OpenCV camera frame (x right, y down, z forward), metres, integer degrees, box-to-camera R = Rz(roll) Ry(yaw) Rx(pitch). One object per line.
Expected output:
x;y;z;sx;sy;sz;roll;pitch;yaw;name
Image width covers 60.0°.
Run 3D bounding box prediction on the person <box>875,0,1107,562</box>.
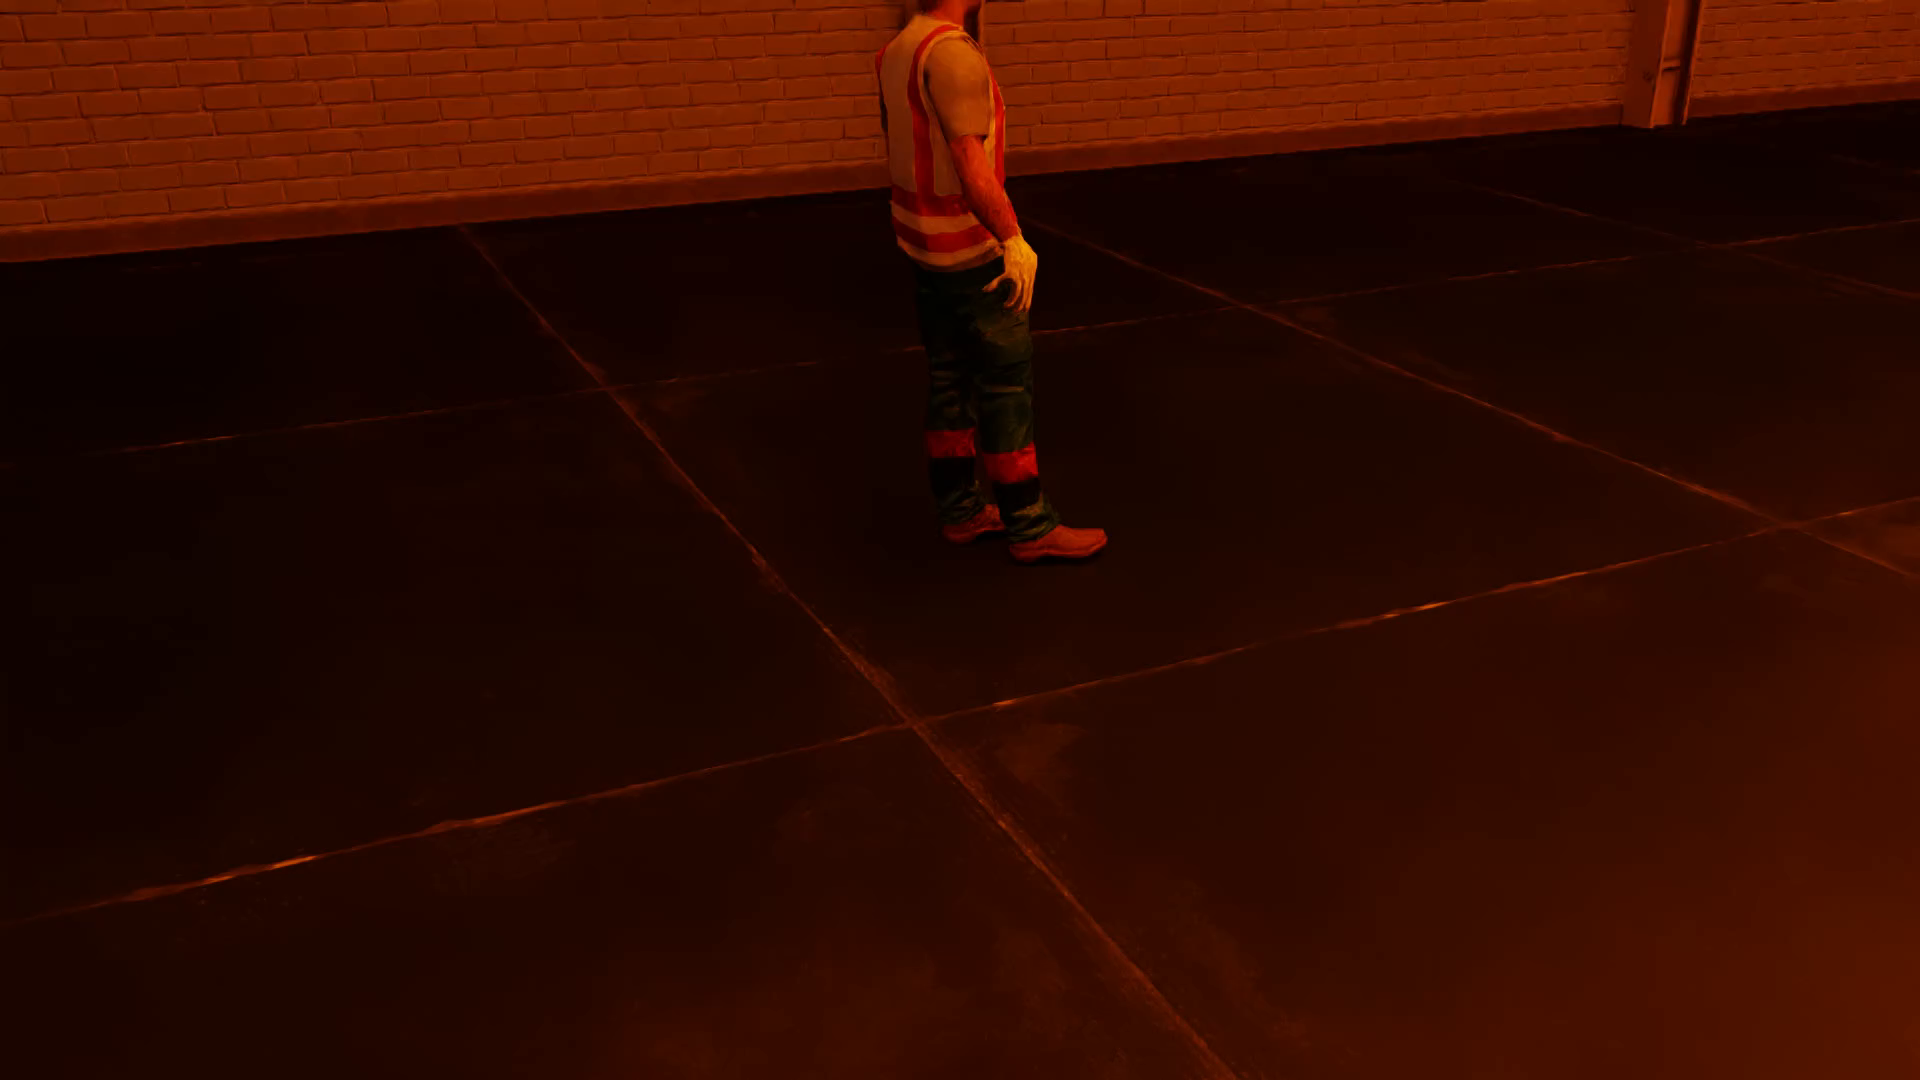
0.077;-0.842;4.783;0.563;1.787;0.637;-10;25;-23;person
